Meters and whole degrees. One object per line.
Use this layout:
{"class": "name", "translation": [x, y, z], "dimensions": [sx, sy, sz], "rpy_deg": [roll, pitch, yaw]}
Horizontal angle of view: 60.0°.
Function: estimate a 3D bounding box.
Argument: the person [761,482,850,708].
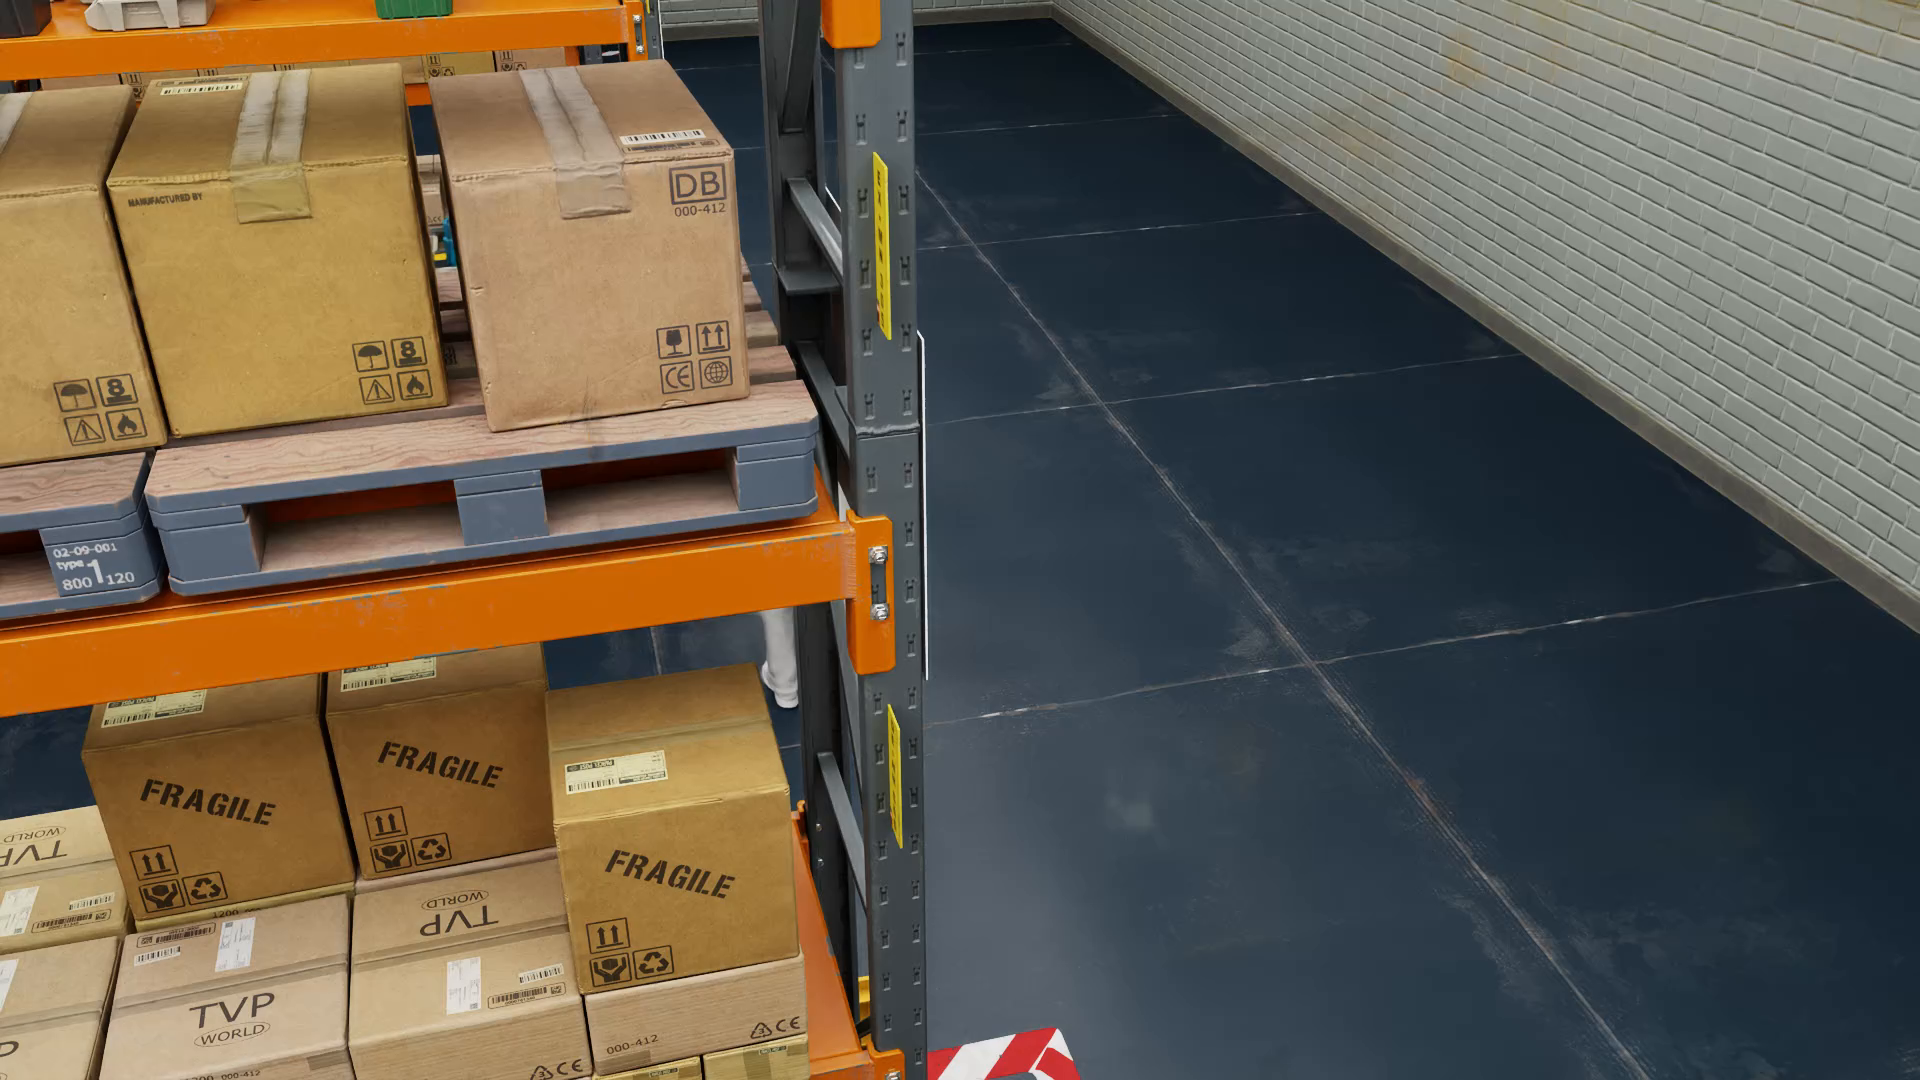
{"class": "person", "translation": [-0.731, -0.123, 7.357], "dimensions": [0.533, 1.774, 0.554], "rpy_deg": [-8, 31, -13]}
